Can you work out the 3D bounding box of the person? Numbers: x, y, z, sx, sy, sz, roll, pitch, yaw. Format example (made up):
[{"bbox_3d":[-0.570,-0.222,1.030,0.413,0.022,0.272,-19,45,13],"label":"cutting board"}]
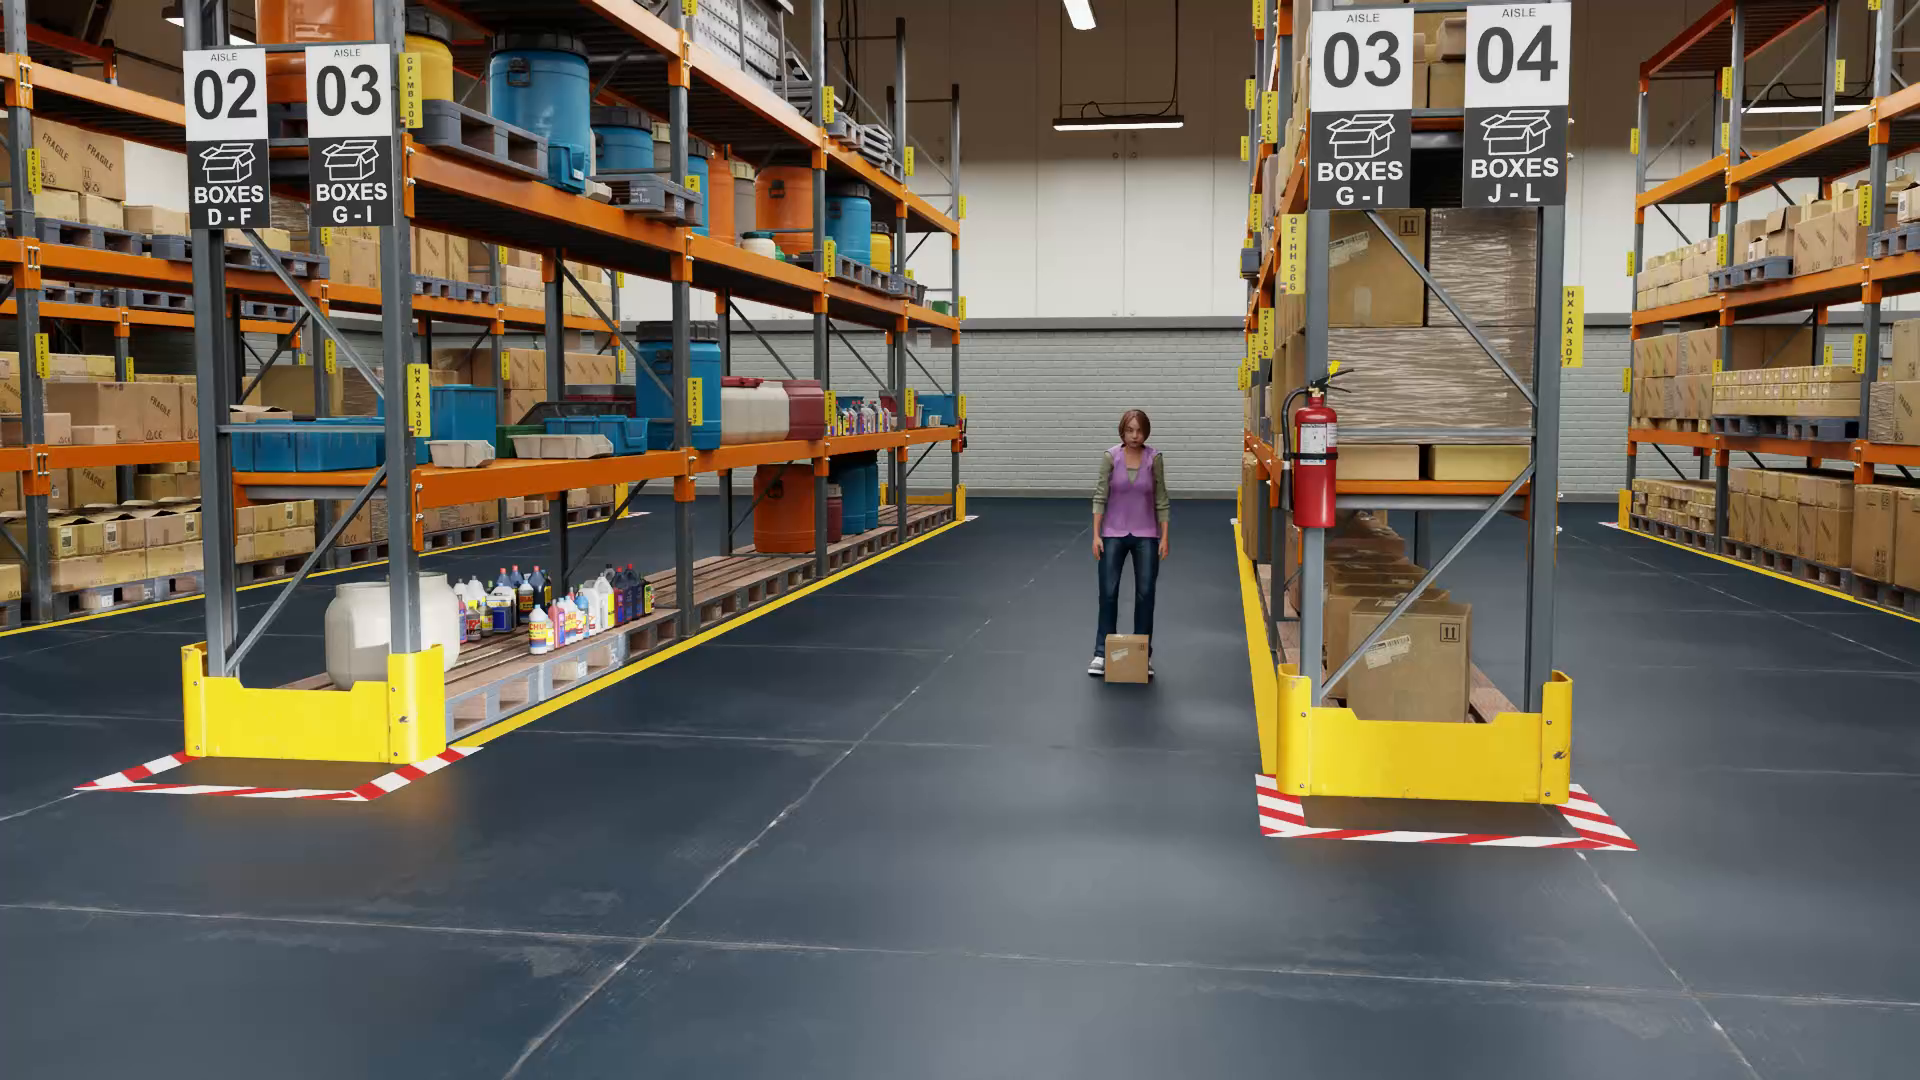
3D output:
[{"bbox_3d":[1.020,0.029,10.001,0.485,1.556,0.341,0,5,6],"label":"person"}]
